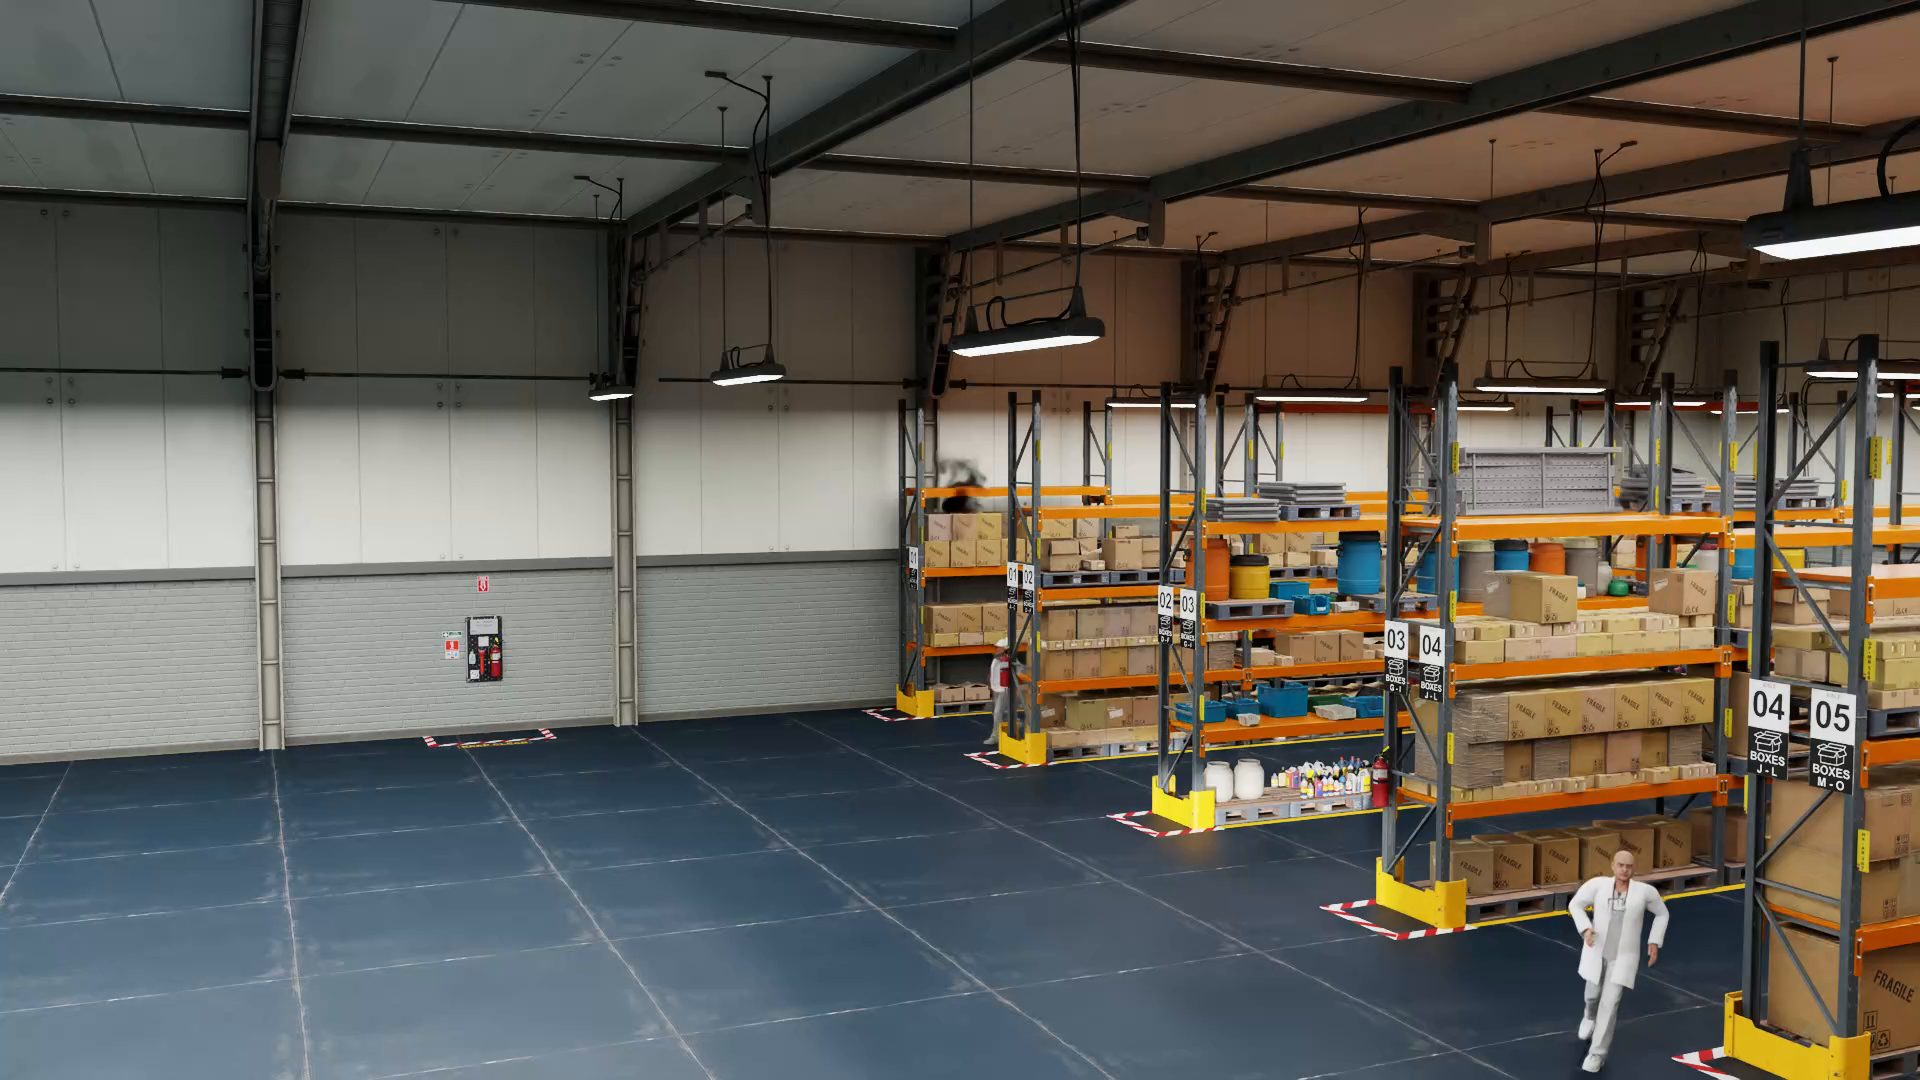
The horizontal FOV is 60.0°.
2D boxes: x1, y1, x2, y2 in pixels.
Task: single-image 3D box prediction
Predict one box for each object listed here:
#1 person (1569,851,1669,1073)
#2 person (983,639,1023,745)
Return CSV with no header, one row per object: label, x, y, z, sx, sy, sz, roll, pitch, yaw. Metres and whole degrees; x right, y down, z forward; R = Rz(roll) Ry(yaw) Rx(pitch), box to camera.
person,5.484,3.455,13.863,0.786,1.741,1.055,1,4,22
person,0.734,2.586,28.574,0.945,1.773,0.692,-2,4,-34
